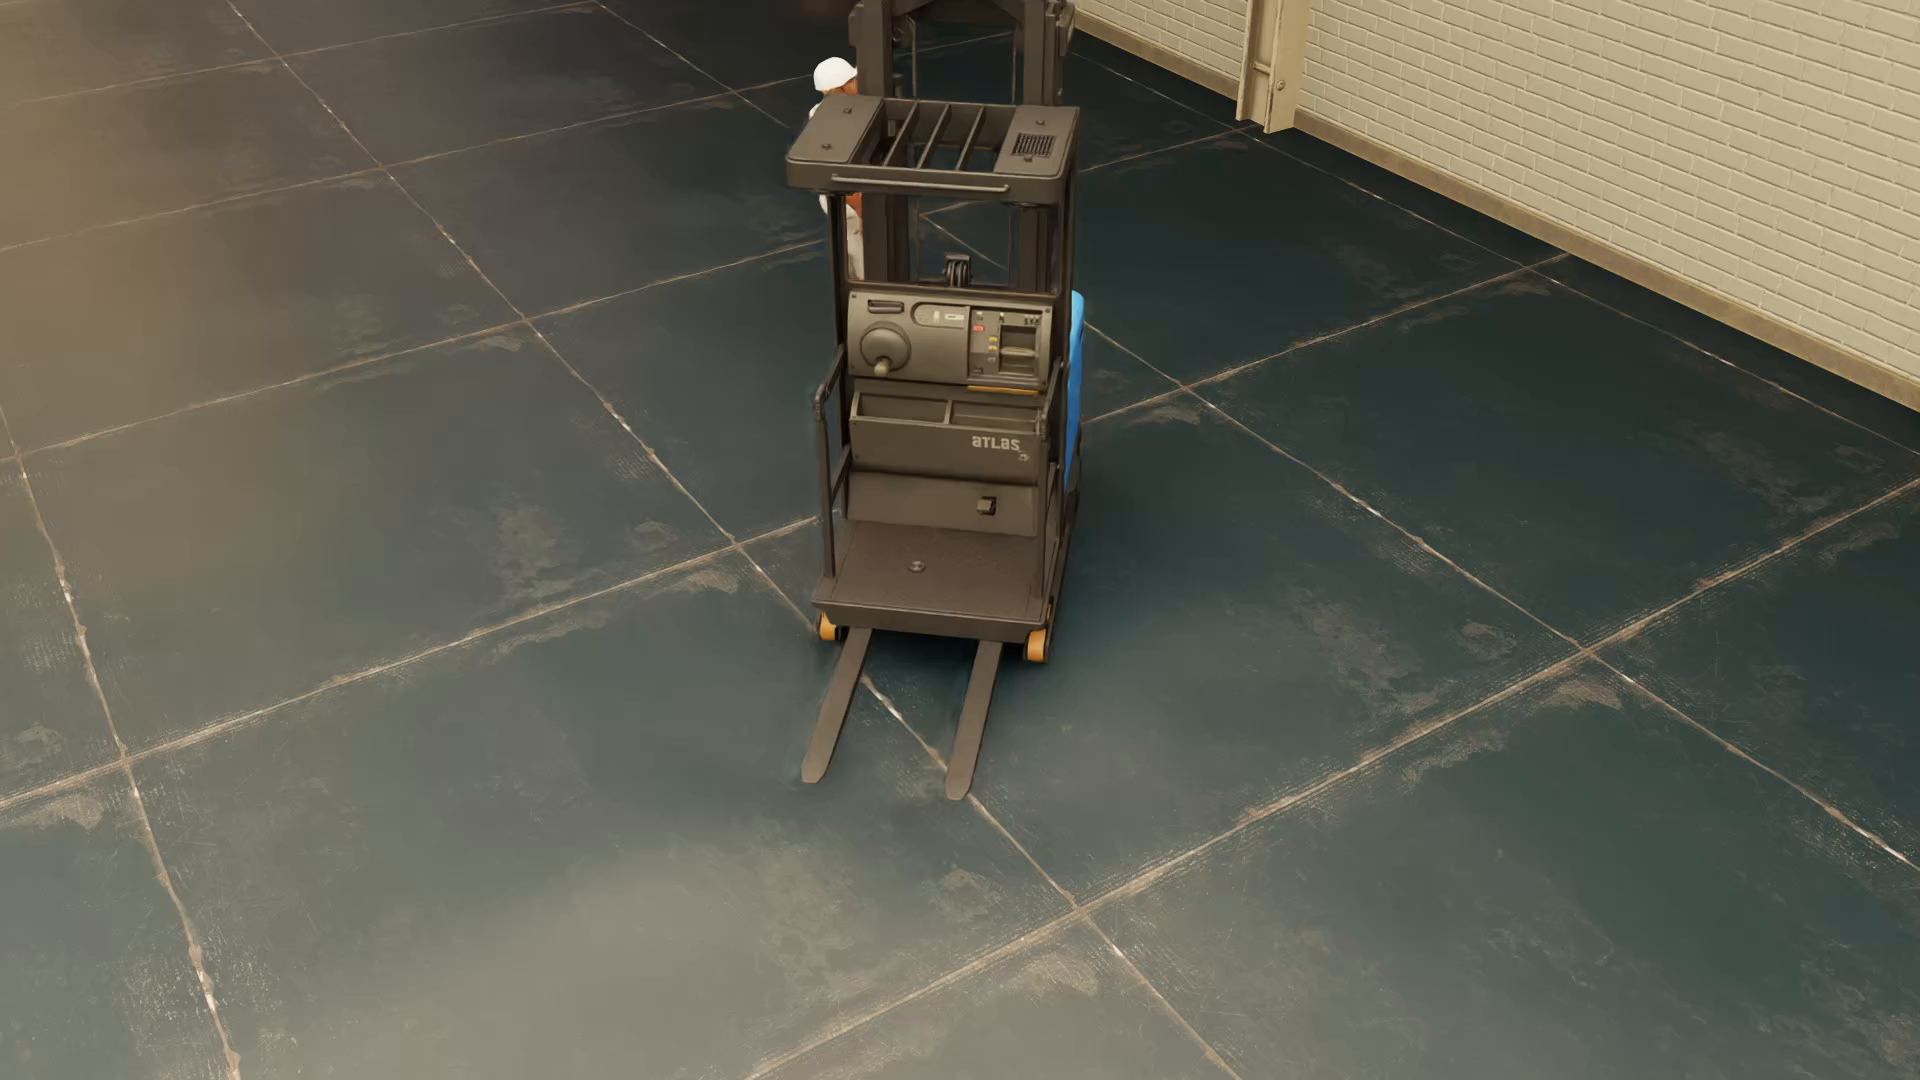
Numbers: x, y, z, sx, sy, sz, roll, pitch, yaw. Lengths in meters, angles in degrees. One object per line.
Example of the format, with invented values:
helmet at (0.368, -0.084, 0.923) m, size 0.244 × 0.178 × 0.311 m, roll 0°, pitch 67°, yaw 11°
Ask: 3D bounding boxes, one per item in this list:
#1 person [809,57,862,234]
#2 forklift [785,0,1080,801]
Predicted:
person at (-0.598, -2.041, 10.053) m, size 0.578 × 1.765 × 0.666 m, roll -10°, pitch 36°, yaw -13°
forklift at (-0.085, -0.844, 7.349) m, size 1.121 × 2.935 × 3.031 m, roll 5°, pitch 35°, yaw 8°
